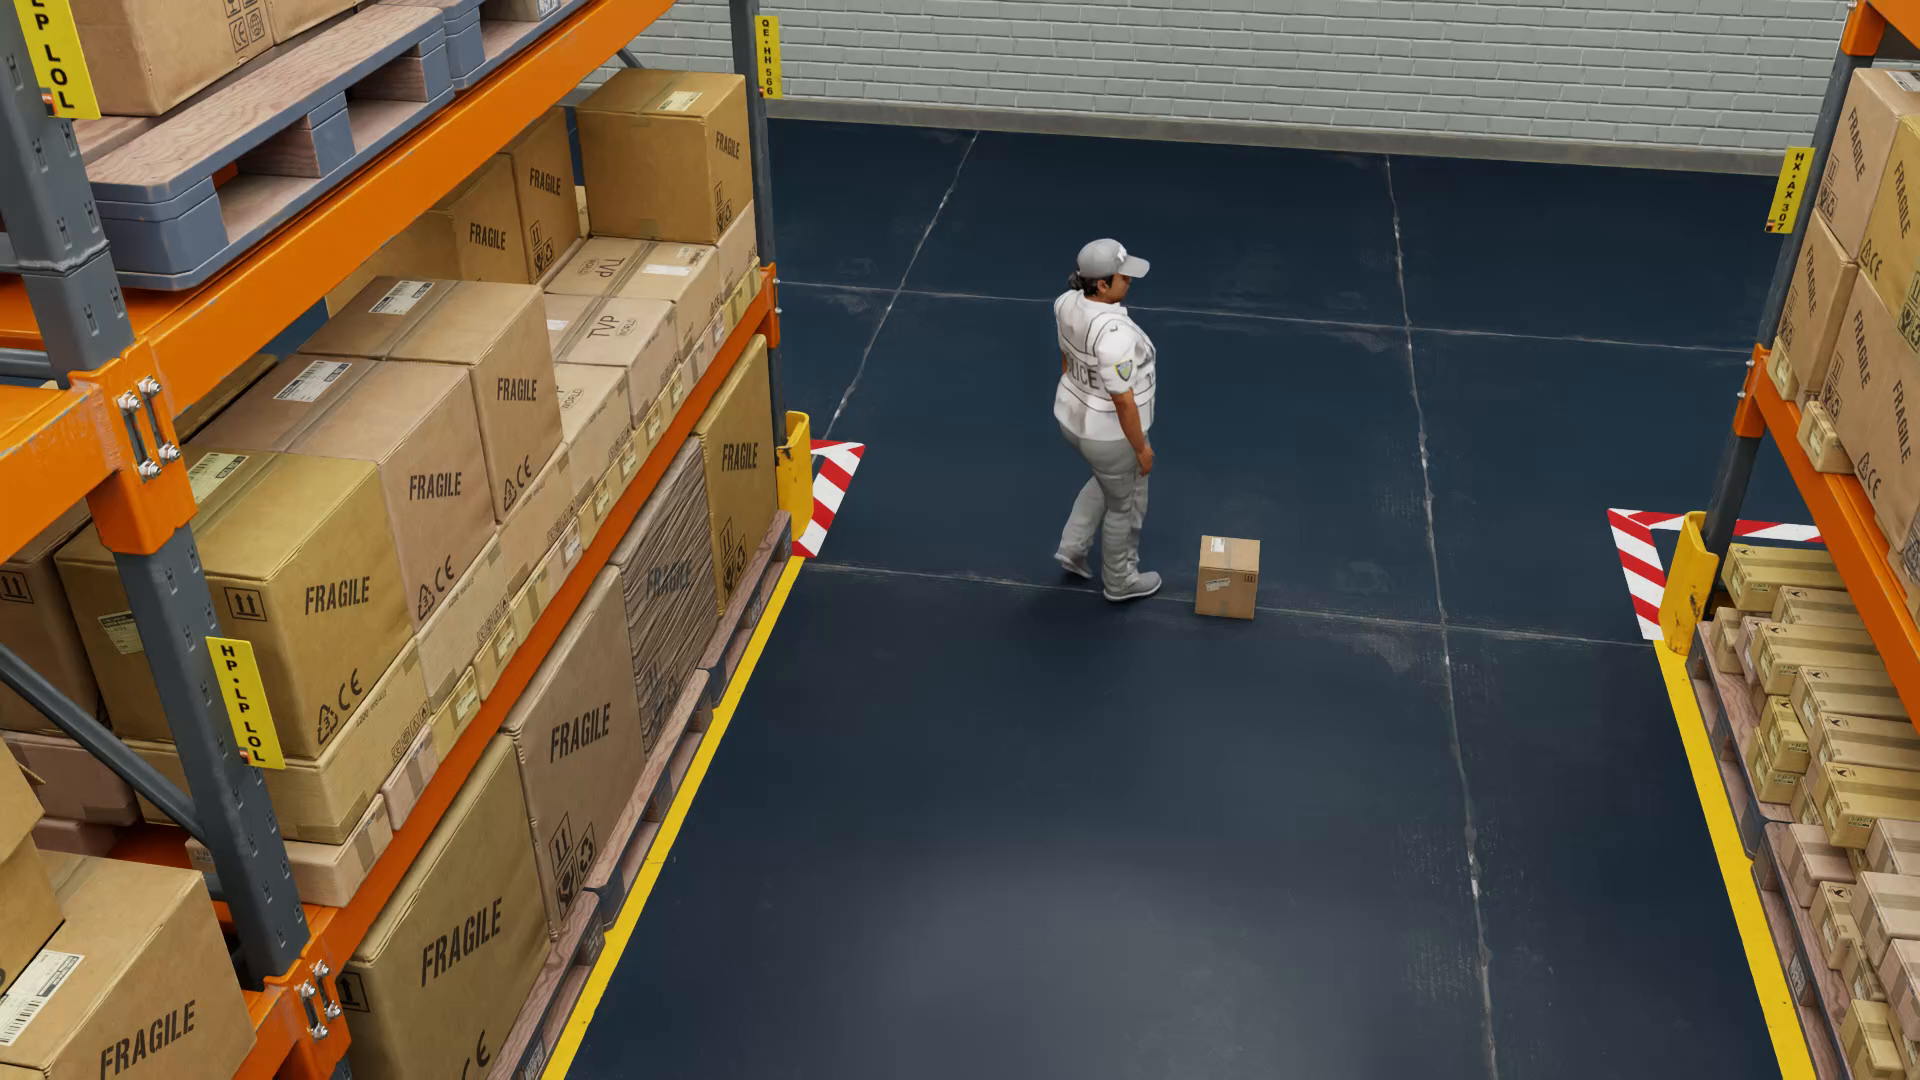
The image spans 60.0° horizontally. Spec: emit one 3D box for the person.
[{"bbox_3d":[0.649,-0.462,6.871,0.489,1.697,0.512,-14,35,-21],"label":"person"}]
